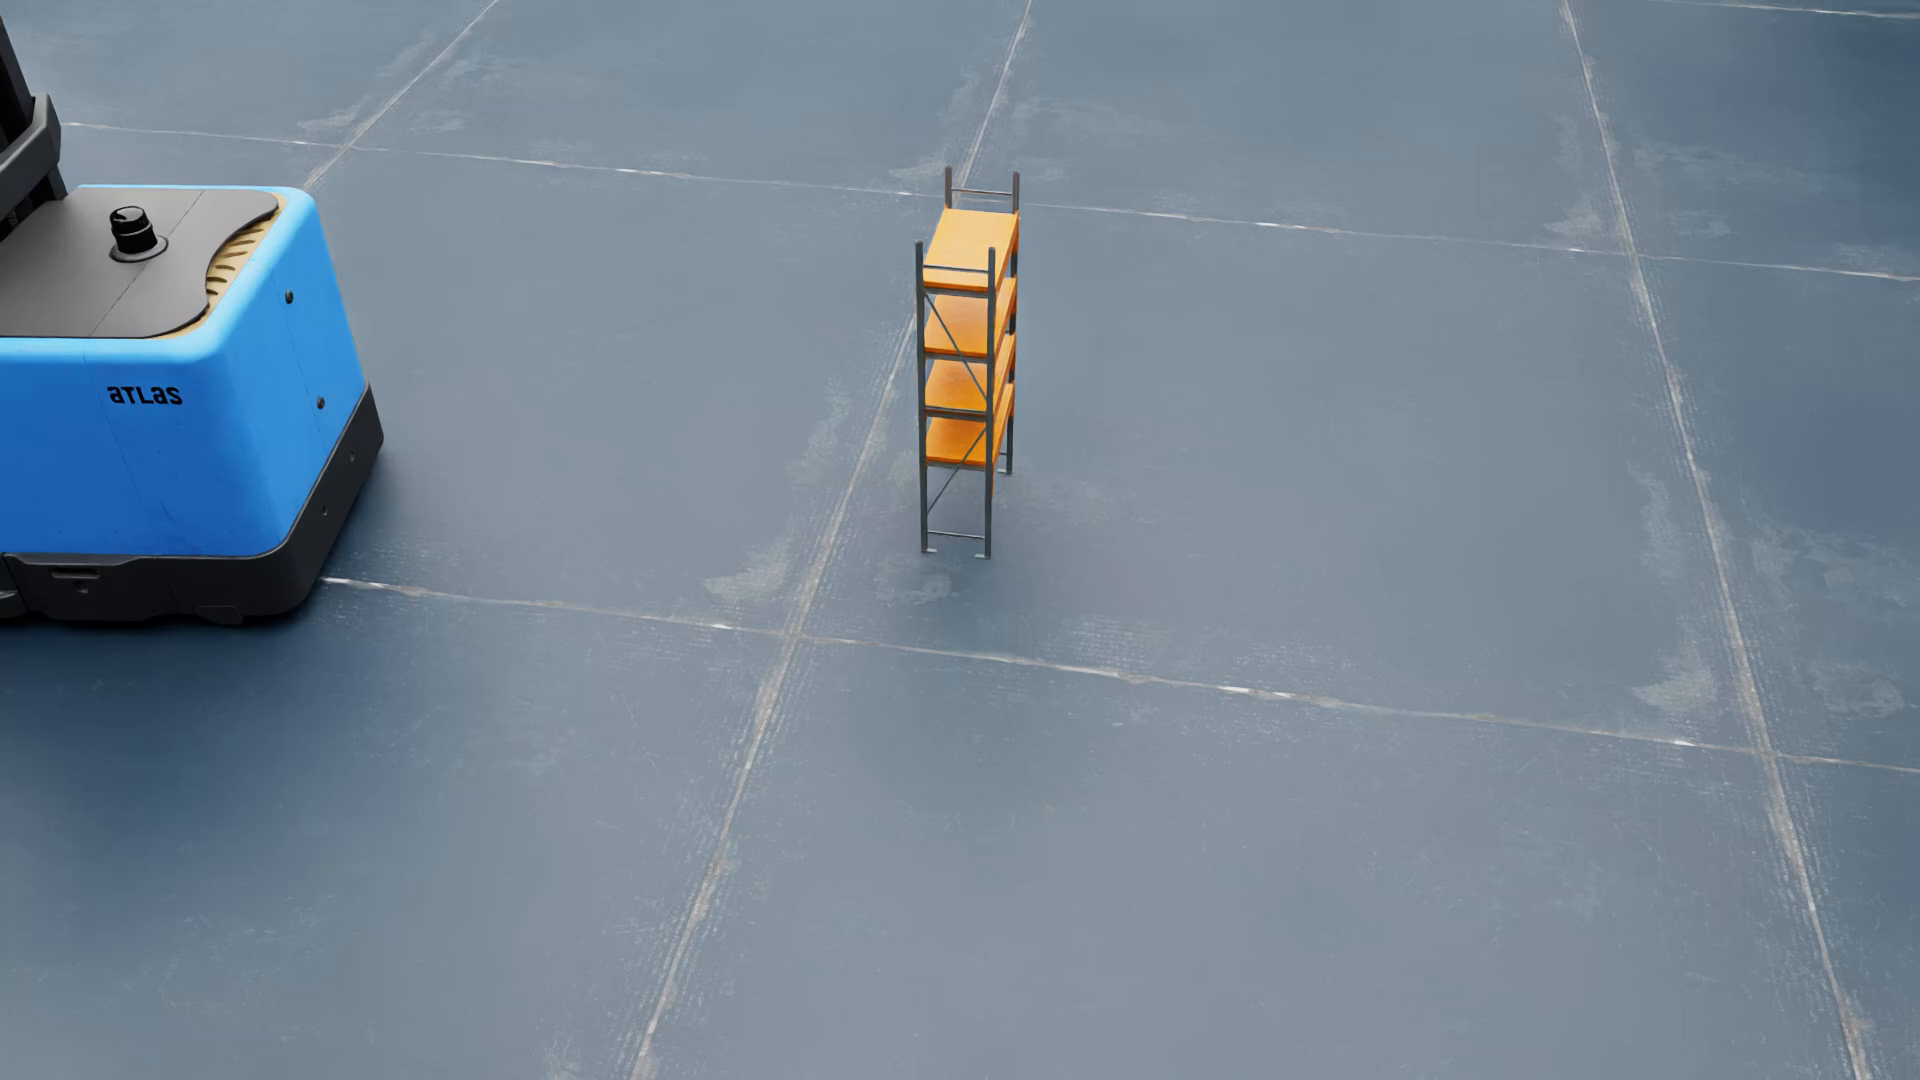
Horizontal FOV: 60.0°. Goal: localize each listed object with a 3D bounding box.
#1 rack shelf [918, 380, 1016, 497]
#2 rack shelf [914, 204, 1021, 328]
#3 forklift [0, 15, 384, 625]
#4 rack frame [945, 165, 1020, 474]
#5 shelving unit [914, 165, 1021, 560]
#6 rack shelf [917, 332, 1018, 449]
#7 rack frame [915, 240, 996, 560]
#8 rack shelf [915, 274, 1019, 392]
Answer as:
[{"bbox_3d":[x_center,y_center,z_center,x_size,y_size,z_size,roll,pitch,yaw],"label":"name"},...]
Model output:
[{"bbox_3d":[0.029,-0.361,5.663,0.258,0.148,0.480,6,40,8],"label":"rack shelf"},{"bbox_3d":[0.029,-0.869,5.243,0.258,0.148,0.480,6,40,8],"label":"rack shelf"},{"bbox_3d":[-3.629,-1.186,4.885,3.031,2.935,1.130,1,40,1],"label":"forklift"},{"bbox_3d":[0.071,-0.719,5.679,0.240,1.200,0.015,6,40,8],"label":"rack frame"},{"bbox_3d":[0.029,-0.566,5.493,0.258,1.200,0.503,6,40,8],"label":"shelving unit"},{"bbox_3d":[0.029,-0.514,5.536,0.258,0.148,0.480,6,40,8],"label":"rack shelf"},{"bbox_3d":[-0.014,-0.413,5.308,0.240,1.200,0.015,6,40,8],"label":"rack frame"},{"bbox_3d":[0.029,-0.687,5.394,0.258,0.148,0.480,6,40,8],"label":"rack shelf"}]
